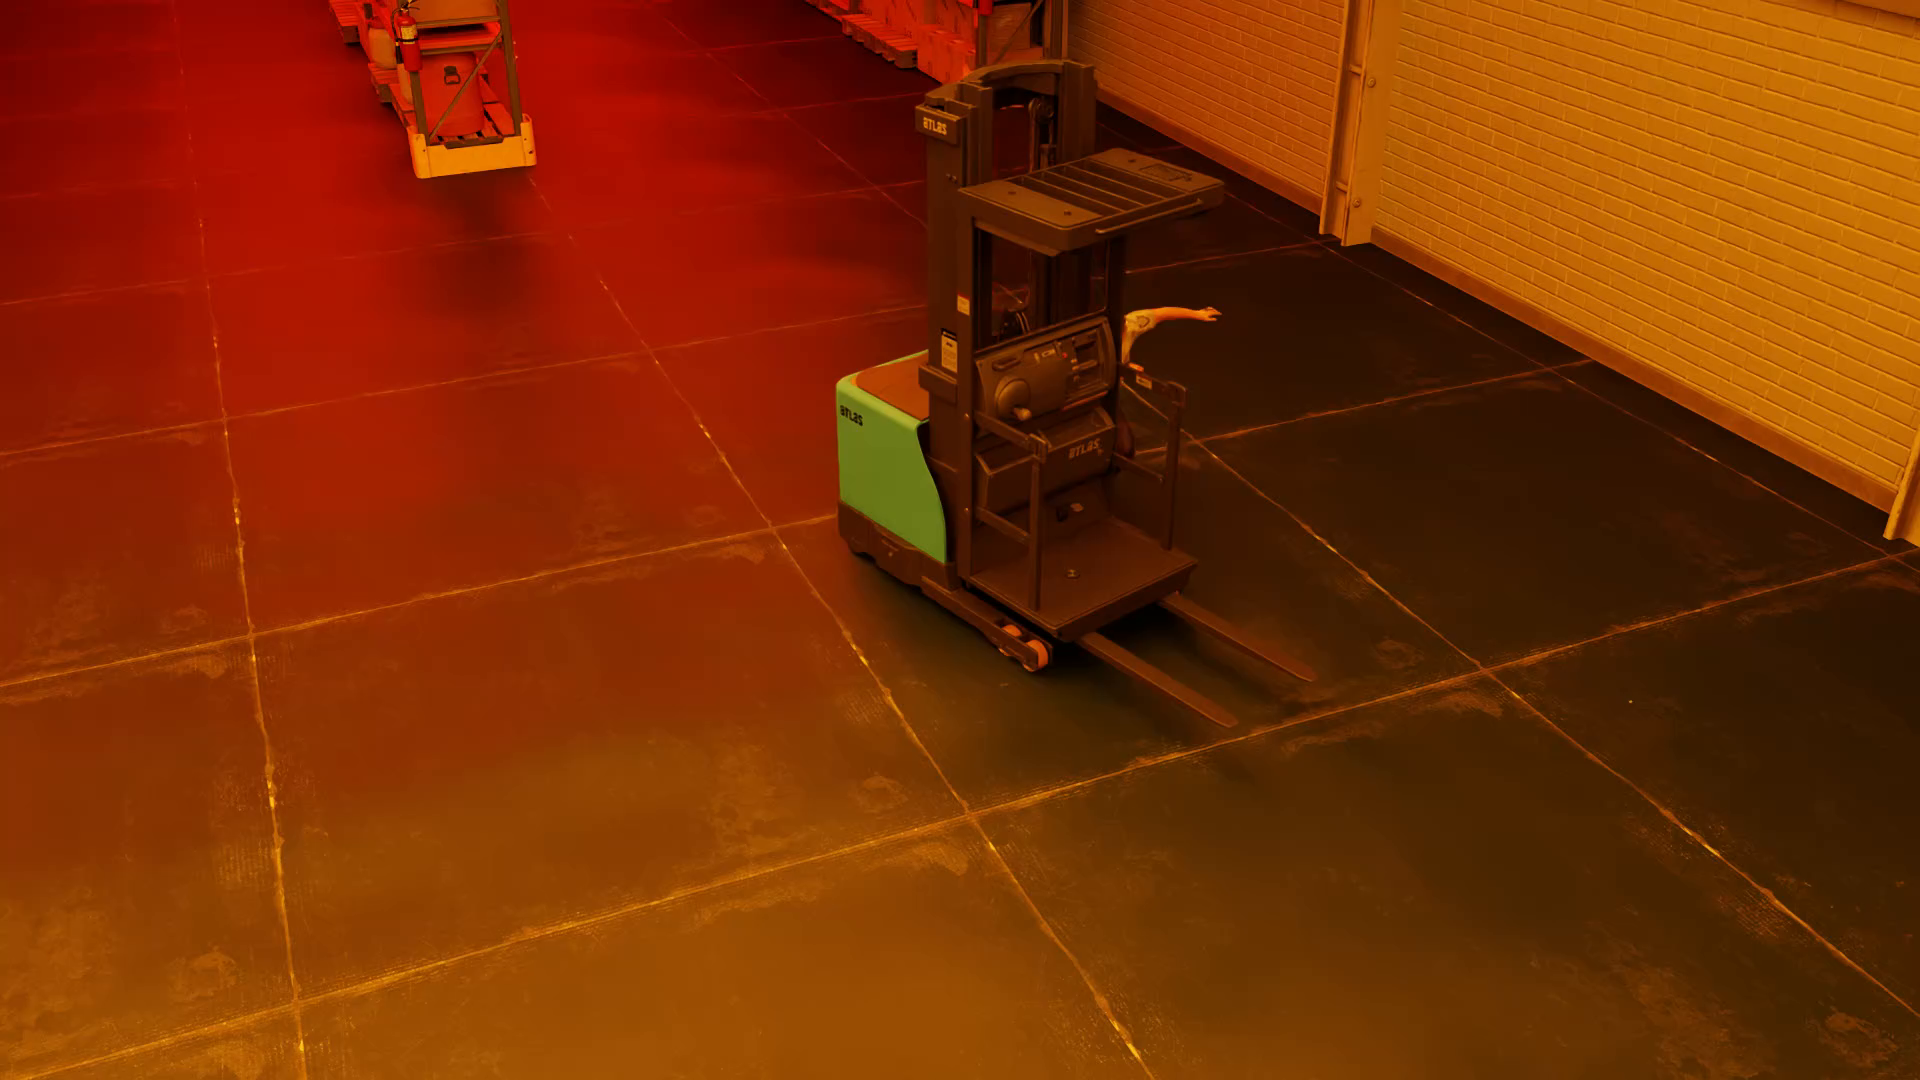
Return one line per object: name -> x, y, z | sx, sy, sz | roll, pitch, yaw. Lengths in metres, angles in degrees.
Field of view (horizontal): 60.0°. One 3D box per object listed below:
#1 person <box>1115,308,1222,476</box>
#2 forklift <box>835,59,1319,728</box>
person -> 0.940, -0.842, 10.112 | 1.498, 1.264, 0.733 | -14, 32, -22
forklift -> 0.597, -0.855, 8.615 | 1.130, 2.935, 3.031 | -22, 37, -34
